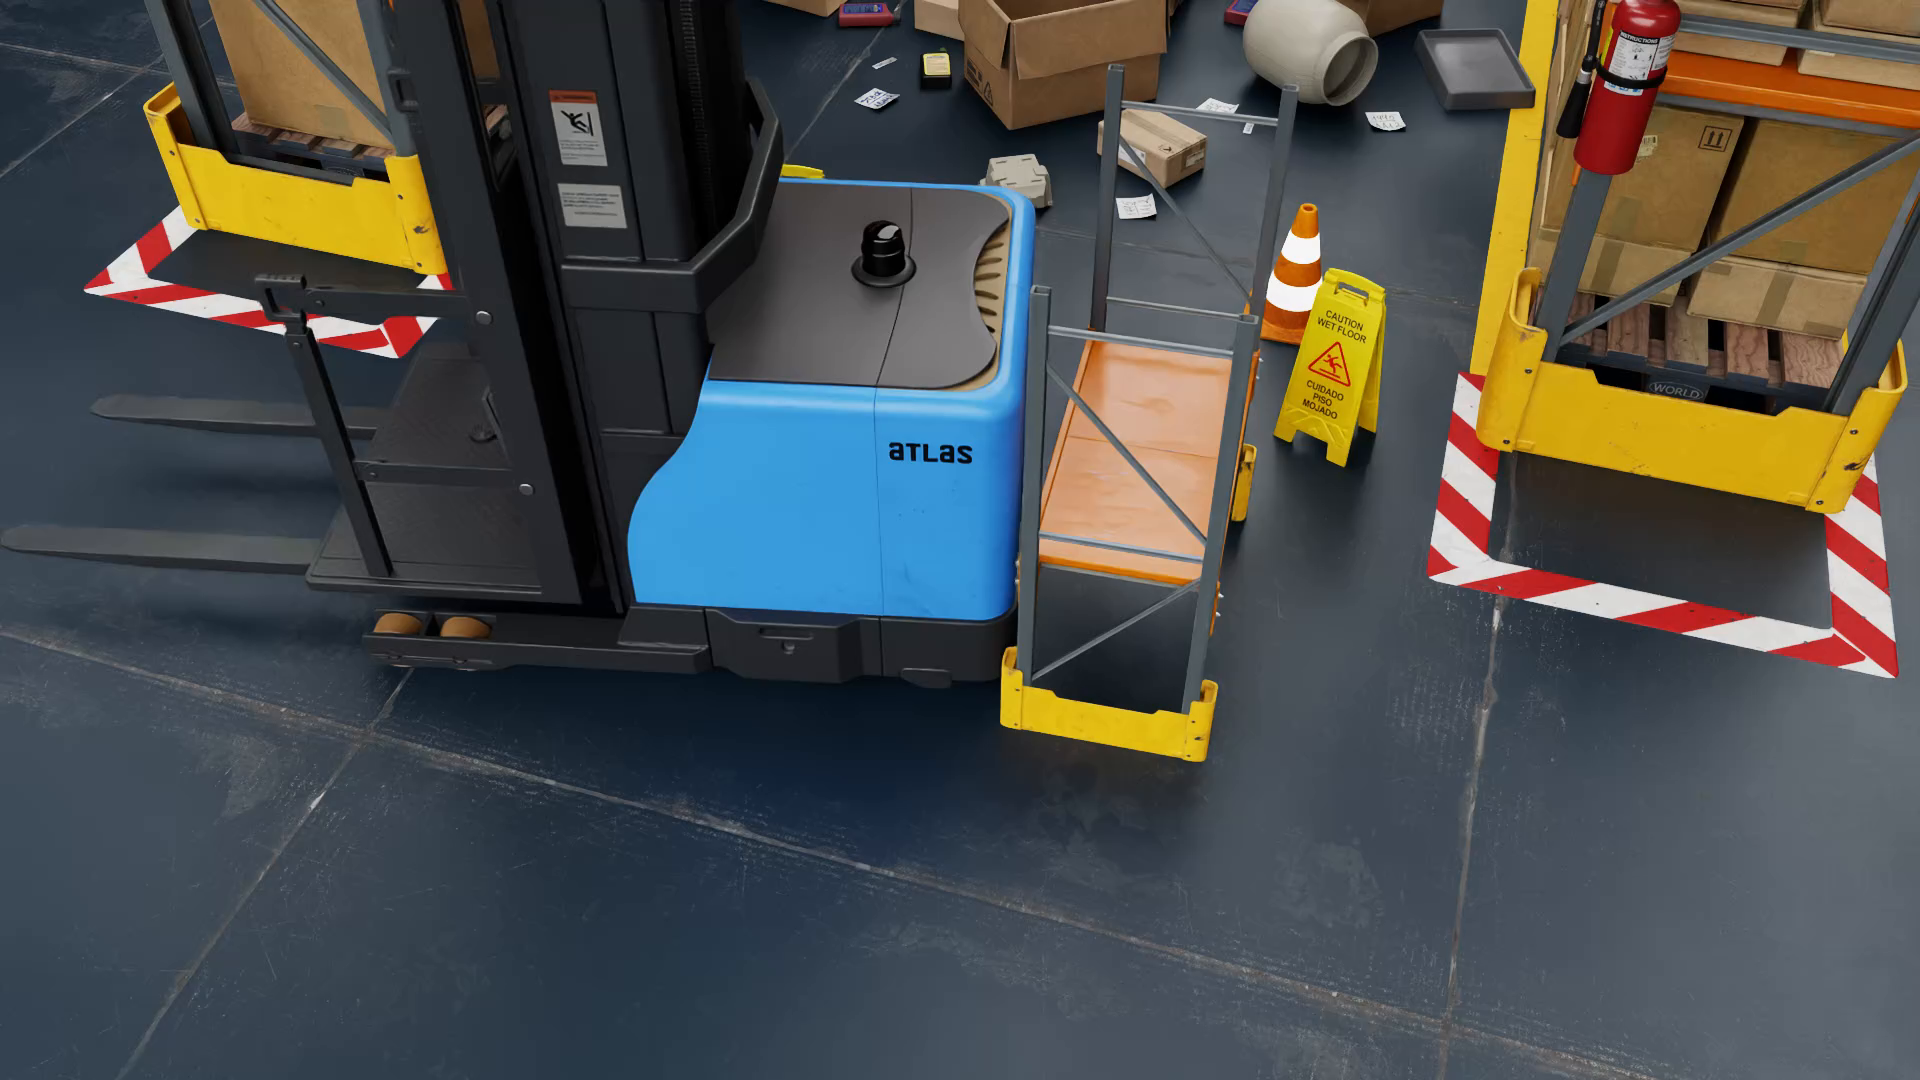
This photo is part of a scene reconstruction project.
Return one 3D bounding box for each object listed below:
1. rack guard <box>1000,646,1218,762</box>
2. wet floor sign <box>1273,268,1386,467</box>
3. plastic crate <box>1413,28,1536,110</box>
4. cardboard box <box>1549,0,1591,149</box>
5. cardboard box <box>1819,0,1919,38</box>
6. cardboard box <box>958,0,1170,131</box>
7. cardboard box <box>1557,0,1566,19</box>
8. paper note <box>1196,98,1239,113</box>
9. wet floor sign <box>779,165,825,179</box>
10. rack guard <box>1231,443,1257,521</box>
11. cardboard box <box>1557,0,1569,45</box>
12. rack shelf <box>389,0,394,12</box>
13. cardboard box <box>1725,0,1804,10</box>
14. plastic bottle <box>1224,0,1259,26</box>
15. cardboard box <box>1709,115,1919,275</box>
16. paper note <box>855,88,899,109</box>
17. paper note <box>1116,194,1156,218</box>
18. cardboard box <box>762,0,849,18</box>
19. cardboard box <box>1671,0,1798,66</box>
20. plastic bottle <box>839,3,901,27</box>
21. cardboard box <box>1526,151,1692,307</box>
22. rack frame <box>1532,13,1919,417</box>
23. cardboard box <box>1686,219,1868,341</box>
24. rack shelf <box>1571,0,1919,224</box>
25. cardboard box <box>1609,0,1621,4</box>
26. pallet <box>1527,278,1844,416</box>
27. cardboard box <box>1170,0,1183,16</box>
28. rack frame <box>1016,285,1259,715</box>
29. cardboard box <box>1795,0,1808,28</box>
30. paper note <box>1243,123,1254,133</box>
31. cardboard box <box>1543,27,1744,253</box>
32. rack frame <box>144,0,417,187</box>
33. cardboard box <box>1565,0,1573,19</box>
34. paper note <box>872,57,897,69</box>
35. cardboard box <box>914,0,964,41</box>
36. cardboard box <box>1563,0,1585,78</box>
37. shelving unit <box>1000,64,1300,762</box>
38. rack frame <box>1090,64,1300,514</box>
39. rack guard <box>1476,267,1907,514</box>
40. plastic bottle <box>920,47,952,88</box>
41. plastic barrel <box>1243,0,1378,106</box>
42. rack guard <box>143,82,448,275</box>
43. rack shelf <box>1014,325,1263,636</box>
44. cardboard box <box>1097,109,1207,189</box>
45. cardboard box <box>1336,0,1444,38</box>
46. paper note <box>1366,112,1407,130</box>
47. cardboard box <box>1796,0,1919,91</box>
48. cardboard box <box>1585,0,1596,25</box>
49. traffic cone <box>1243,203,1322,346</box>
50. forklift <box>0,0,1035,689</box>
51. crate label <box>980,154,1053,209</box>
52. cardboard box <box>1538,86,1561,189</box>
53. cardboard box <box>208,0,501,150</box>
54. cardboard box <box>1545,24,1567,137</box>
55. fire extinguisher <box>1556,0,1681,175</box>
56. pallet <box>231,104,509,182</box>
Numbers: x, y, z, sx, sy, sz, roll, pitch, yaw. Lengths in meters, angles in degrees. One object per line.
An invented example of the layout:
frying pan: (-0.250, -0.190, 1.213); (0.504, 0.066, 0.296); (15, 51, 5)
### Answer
rack guard: (0.405, 0.455, 4.606); (0.587, 0.250, 0.087); (9, 45, 9)
wet floor sign: (1.233, -0.590, 5.392); (0.267, 0.644, 0.232); (28, 51, 26)
plastic crate: (2.265, -2.081, 7.320); (0.402, 0.080, 0.583); (-2, 44, -2)
cardboard box: (2.459, -1.705, 5.977); (0.500, 0.500, 0.500); (14, 46, 14)
cardboard box: (2.718, -1.731, 4.590); (0.500, 0.500, 0.500); (12, 46, 12)
cardboard box: (0.429, -2.146, 7.084); (0.797, 0.503, 0.637); (-16, 47, -16)
cardboard box: (2.935, -2.471, 7.296); (0.500, 0.250, 0.500); (15, 46, 15)
paper note: (1.100, -1.852, 7.129); (0.148, 0.019, 0.142); (28, 51, 26)
wet floor sign: (-0.560, -1.033, 5.844); (0.267, 0.644, 0.232); (5, 45, 5)
rack guard: (0.634, -0.223, 5.299); (0.587, 0.250, 0.087); (9, 45, 9)
cardboard box: (2.777, -2.117, 6.934); (0.500, 0.250, 0.500); (12, 46, 12)
rack shelf: (-1.832, -3.389, 7.083); (1.077, 0.370, 4.000); (13, 46, 13)
cardboard box: (2.212, -1.894, 4.756); (0.500, 0.500, 0.500); (12, 46, 12)
plastic bottle: (1.343, -2.485, 7.745); (0.133, 0.061, 0.283); (20, 48, 19)
cardboard box: (2.825, -1.262, 5.525); (0.500, 0.500, 0.500); (11, 45, 11)
paper note: (-0.358, -1.909, 7.180); (0.144, 0.017, 0.142); (28, 51, 26)
paper note: (0.699, -1.322, 6.579); (0.148, 0.019, 0.142); (-2, 44, -2)
cardboard box: (-0.719, -2.834, 7.787); (0.500, 0.500, 0.500); (20, 48, 19)
cardboard box: (2.220, -1.536, 4.855); (0.380, 0.149, 0.250); (14, 46, 14)
plastic bottle: (-0.415, -2.427, 7.687); (0.283, 0.061, 0.133); (-2, 44, -2)
cardboard box: (2.306, -1.111, 5.906); (0.500, 0.250, 0.500); (12, 46, 12)
rack frame: (2.310, -1.332, 4.466); (1.000, 3.000, 0.127); (13, 46, 13)
cardboard box: (2.818, -0.978, 5.770); (0.500, 0.250, 0.500); (12, 46, 12)
rack shelf: (2.916, -2.408, 6.080); (1.077, 0.370, 4.000); (13, 46, 13)
cardboard box: (2.191, -1.729, 5.052); (0.380, 0.149, 0.250); (12, 46, 12)
pallet: (2.613, -0.920, 6.039); (1.003, 0.211, 1.213); (13, 46, 13)
cardboard box: (0.705, -2.820, 7.675); (0.797, 0.637, 0.503); (13, 46, 13)
rack frame: (0.401, 0.021, 4.156); (0.500, 1.500, 0.032); (9, 45, 9)
cardboard box: (2.673, -1.596, 4.916); (0.380, 0.149, 0.250); (13, 46, 13)
paper note: (1.224, -1.752, 7.033); (0.032, 0.001, 0.123); (13, 46, 13)
cardboard box: (2.304, -1.356, 5.621); (0.500, 0.500, 0.500); (13, 46, 13)
rack frame: (-2.438, -2.313, 5.469); (1.000, 3.000, 0.127); (13, 46, 13)
cardboard box: (2.776, -2.393, 6.680); (0.500, 0.500, 0.500); (15, 46, 15)
paper note: (-0.336, -2.128, 7.418); (0.123, 0.001, 0.032); (-33, 53, -29)
cardboard box: (0.008, -2.466, 7.580); (0.396, 0.266, 0.258); (20, 48, 19)
cardboard box: (2.619, -2.040, 6.319); (0.500, 0.500, 0.500); (12, 46, 12)
shelving unit: (0.519, -0.331, 4.516); (0.587, 1.500, 1.083); (9, 45, 9)
rack frame: (0.634, -0.671, 4.863); (0.500, 1.500, 0.032); (9, 45, 9)
rack guard: (2.333, -0.489, 5.392); (1.175, 0.500, 0.348); (13, 46, 13)
plastic bottle: (-0.108, -2.091, 7.343); (0.133, 0.061, 0.283); (-2, 44, -2)
plastic barrel: (1.493, -2.108, 7.102); (0.421, 0.421, 0.512); (-24, 49, -22)
rack guard: (-2.445, -1.403, 6.327); (1.175, 0.500, 0.348); (13, 46, 13)
rack shelf: (0.517, -0.196, 4.635); (0.538, 0.185, 1.000); (9, 45, 9)
cardboard box: (0.782, -1.614, 6.793); (0.250, 0.149, 0.380); (-33, 53, -29)
cardboard box: (1.900, -2.679, 7.629); (0.500, 0.500, 0.500); (-24, 49, -22)
paper note: (1.807, -1.784, 7.051); (0.142, 0.019, 0.148); (-2, 44, -2)
cardboard box: (2.610, -1.424, 4.741); (0.380, 0.149, 0.250); (13, 46, 13)
cardboard box: (2.352, -1.847, 5.658); (0.380, 0.149, 0.250); (14, 46, 14)
traffic cone: (1.211, -0.985, 5.925); (0.336, 0.463, 0.334); (13, 46, 13)
forklift: (-1.315, -1.031, 4.208); (3.031, 2.935, 1.130); (3, 44, 3)
crate label: (0.229, -1.414, 6.597); (0.250, 0.136, 0.298); (-9, 45, -9)
cardboard box: (2.463, -1.438, 6.241); (0.500, 0.250, 0.500); (13, 46, 13)
cardboard box: (-2.296, -2.169, 6.541); (0.875, 0.875, 0.875); (13, 46, 13)
cardboard box: (2.616, -1.788, 6.599); (0.500, 0.250, 0.500); (11, 45, 11)
fire extinguisher: (1.836, -1.325, 4.515); (0.296, 0.674, 0.183); (13, 46, 13)
pallet: (-2.270, -1.865, 7.006); (1.003, 0.211, 1.213); (13, 46, 13)
